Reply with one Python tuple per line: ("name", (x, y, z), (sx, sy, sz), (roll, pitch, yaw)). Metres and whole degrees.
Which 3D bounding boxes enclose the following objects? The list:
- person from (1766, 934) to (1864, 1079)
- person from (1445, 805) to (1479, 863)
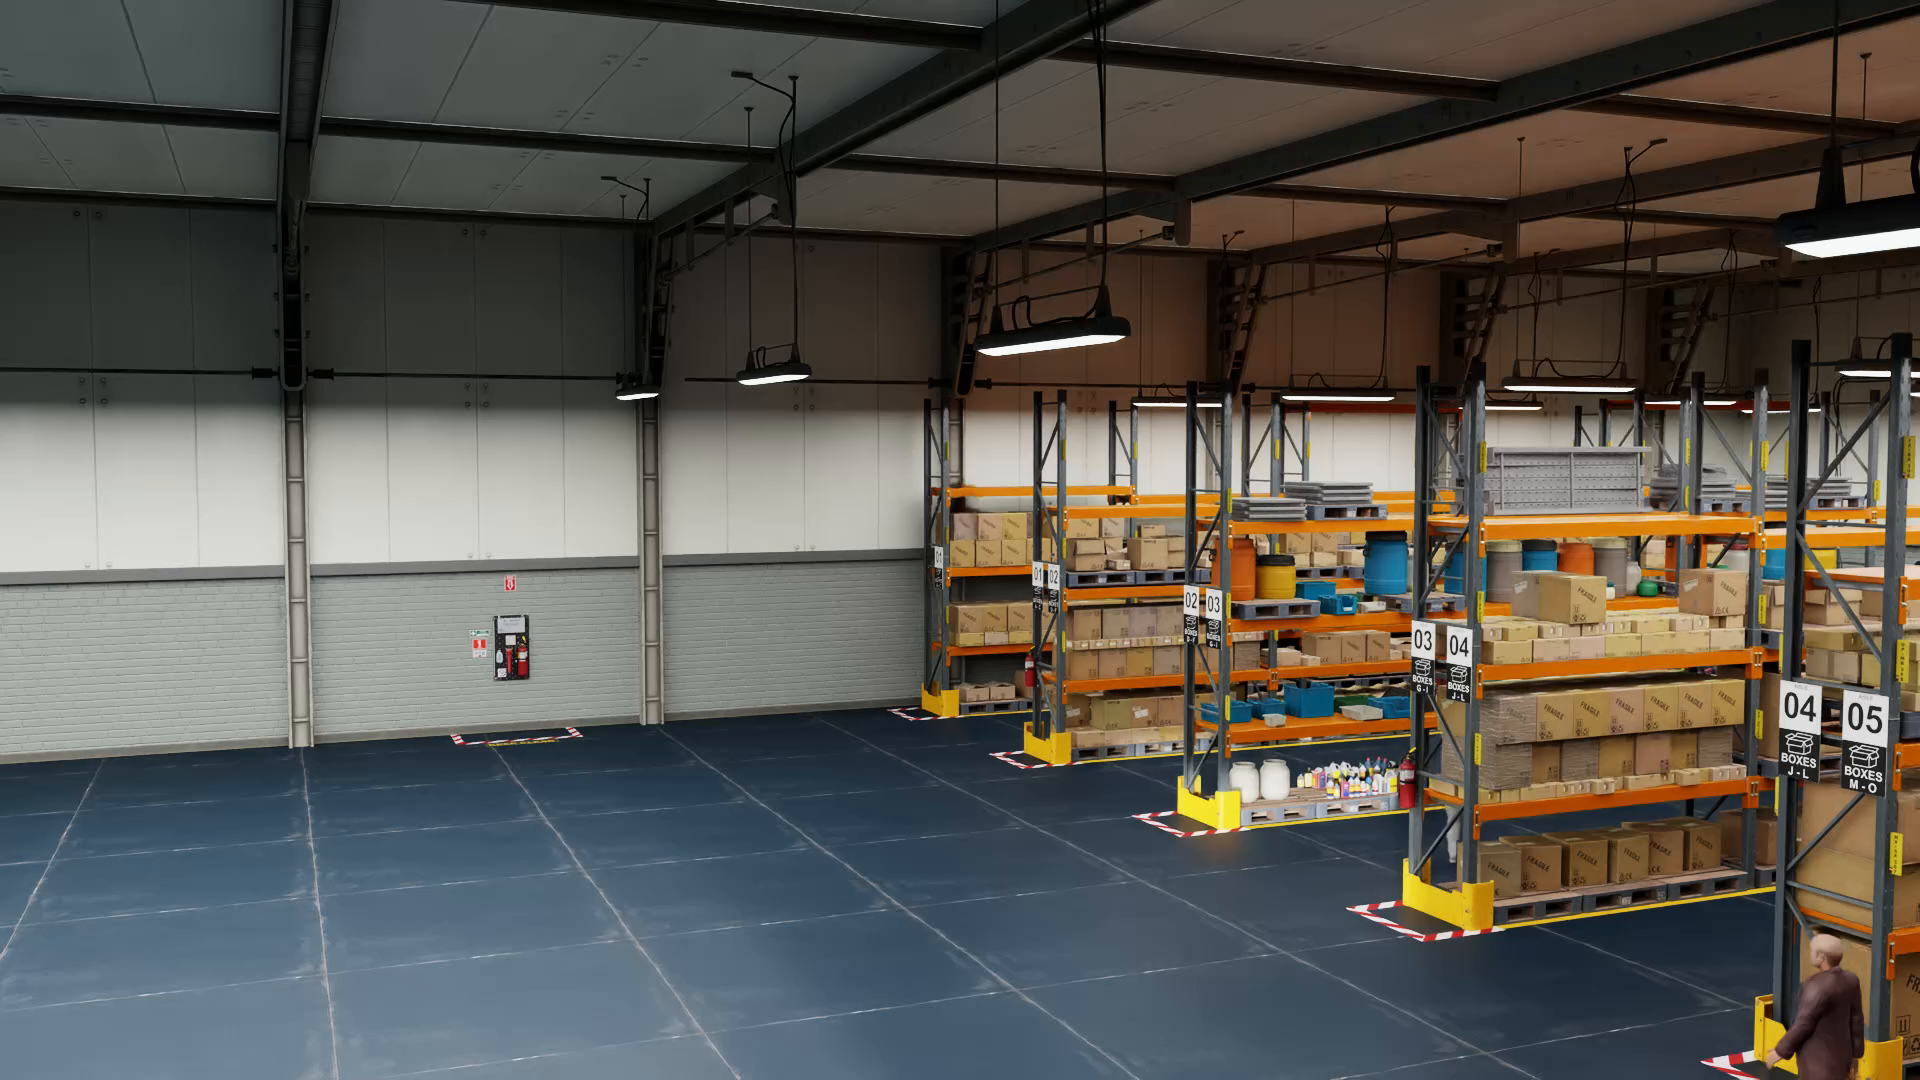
("person", (5.926, 3.588, 11.567), (0.604, 1.755, 0.923), (-2, 4, -33))
("person", (6.164, 3.160, 20.435), (0.530, 1.733, 0.526), (1, 4, 21))
